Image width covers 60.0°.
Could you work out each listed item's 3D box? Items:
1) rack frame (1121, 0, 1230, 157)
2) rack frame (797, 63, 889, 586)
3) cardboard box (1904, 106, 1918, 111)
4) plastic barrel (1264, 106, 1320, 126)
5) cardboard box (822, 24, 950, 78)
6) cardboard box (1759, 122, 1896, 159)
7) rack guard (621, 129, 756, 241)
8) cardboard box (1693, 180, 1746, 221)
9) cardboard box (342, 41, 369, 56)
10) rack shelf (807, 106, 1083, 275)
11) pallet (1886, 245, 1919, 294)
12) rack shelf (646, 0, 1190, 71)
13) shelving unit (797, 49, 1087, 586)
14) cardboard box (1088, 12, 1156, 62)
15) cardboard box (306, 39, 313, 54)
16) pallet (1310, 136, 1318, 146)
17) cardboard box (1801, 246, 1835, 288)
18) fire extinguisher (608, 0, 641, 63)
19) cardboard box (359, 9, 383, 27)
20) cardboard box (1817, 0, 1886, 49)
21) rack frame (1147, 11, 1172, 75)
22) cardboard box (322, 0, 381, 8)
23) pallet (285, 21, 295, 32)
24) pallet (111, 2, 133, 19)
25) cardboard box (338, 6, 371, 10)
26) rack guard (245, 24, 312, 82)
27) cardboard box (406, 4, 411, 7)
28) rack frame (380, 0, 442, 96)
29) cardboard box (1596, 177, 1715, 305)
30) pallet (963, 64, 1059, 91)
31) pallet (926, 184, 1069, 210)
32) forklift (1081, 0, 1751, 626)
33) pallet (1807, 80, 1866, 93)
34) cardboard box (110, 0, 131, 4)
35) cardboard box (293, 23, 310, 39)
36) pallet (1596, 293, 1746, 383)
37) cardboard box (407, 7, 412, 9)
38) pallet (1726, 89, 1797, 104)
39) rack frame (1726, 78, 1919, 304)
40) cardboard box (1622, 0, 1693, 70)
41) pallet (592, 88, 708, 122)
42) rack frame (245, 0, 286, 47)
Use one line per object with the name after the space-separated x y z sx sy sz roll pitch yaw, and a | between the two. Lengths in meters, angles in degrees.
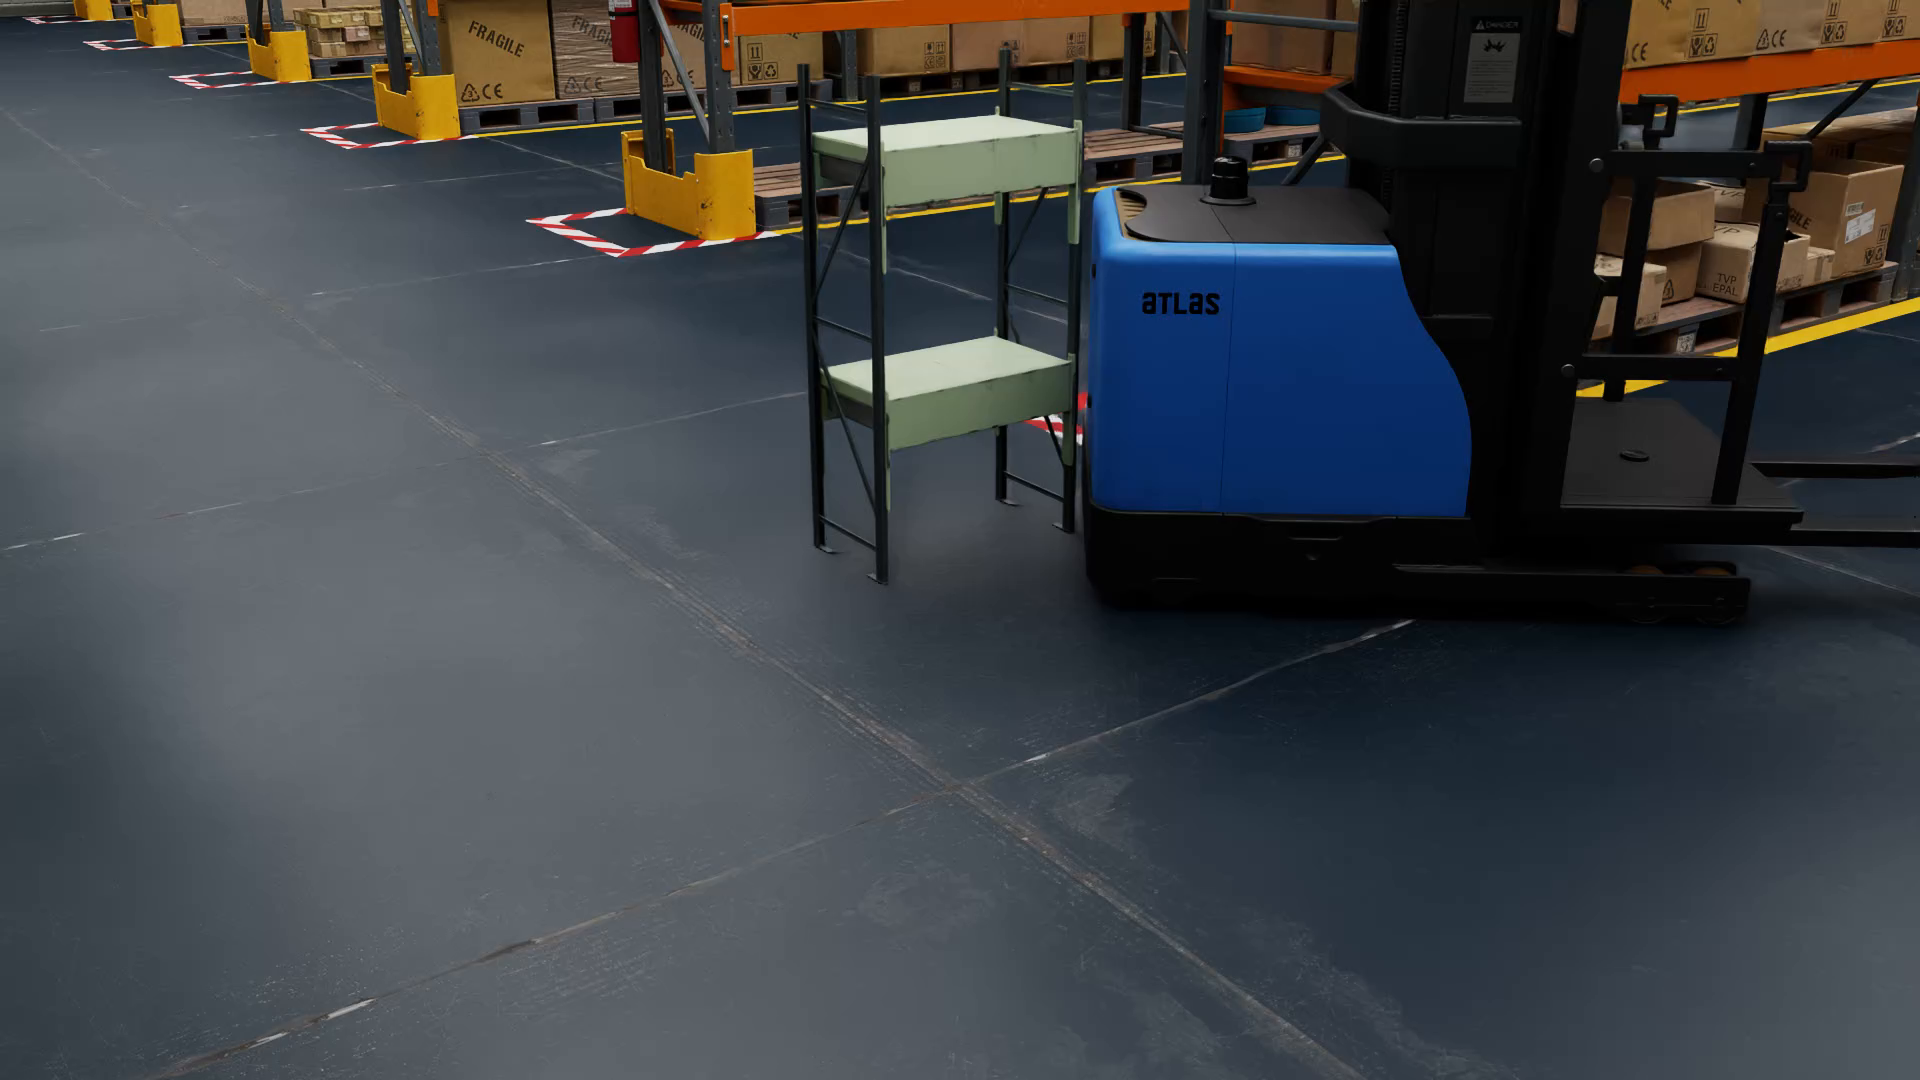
1.577 -4.238 11.971 0.127 3.000 1.000 -15 26 -33 | rack frame
-0.343 -0.618 4.922 0.023 1.500 0.400 -15 26 -33 | rack frame
5.925 -2.307 9.911 0.500 0.500 0.500 -16 27 -35 | cardboard box
2.604 -3.725 12.948 0.708 0.901 0.600 -15 26 -33 | plastic barrel
-0.807 -5.081 16.383 0.875 0.875 1.225 -15 26 -33 | cardboard box
4.700 -1.984 9.100 0.500 0.500 0.500 -15 26 -33 | cardboard box
-1.681 -2.203 10.241 0.348 0.500 1.175 -15 26 -33 | rack guard
4.000 -1.677 8.586 0.500 0.311 0.500 -15 26 -33 | cardboard box
-6.600 -5.346 18.027 0.250 0.149 0.380 -15 26 -33 | cardboard box
-0.047 -1.061 4.978 0.720 0.370 0.431 -15 26 -33 | rack shelf
5.105 -1.640 9.221 1.213 0.211 1.003 -15 26 -33 | pallet
-0.046 -3.471 11.019 4.000 0.370 1.077 -15 26 -33 | rack shelf
-0.047 -0.698 5.122 0.755 1.500 0.431 -15 26 -33 | shelving unit
1.359 -5.659 17.832 0.875 0.875 1.225 -16 27 -35 | cardboard box
-7.071 -5.424 18.223 0.250 0.149 0.380 -14 26 -32 | cardboard box
3.219 -3.363 13.540 1.213 0.211 1.003 -15 26 -33 | pallet
3.901 -1.320 7.909 0.250 0.149 0.380 -15 26 -33 | cardboard box
-2.057 -3.268 10.145 0.183 0.674 0.296 -15 26 -33 | fire extinguisher
-6.320 -5.647 17.978 0.250 0.149 0.380 -15 26 -33 | cardboard box
3.794 -2.496 7.470 0.500 0.500 0.500 -14 26 -31 | cardboard box
1.932 -6.594 17.875 0.127 3.000 1.000 -15 26 -33 | rack frame
-8.402 -7.417 22.828 0.875 0.438 0.875 -16 27 -34 | cardboard box
-8.757 -7.008 22.674 1.213 0.211 1.003 -15 26 -33 | pallet
-12.543 -8.231 25.738 1.213 0.211 1.003 -15 26 -33 | pallet
-6.722 -5.846 18.477 0.250 0.149 0.380 -16 27 -34 | cardboard box
-7.315 -5.232 17.834 0.348 0.500 1.175 -15 26 -33 | rack guard
-6.289 -5.958 18.758 0.250 0.149 0.380 -14 26 -31 | cardboard box
-4.562 -4.863 13.535 0.127 3.000 1.000 -15 26 -33 | rack frame
2.945 -1.384 7.592 0.637 0.503 0.797 -15 26 -33 | cardboard box
0.258 -4.889 17.363 1.213 0.211 1.003 -15 26 -33 | pallet
0.012 -2.507 11.394 1.213 0.211 1.003 -15 26 -33 | pallet
1.910 -1.318 4.745 3.031 2.935 1.130 1 22 3 | forklift
8.641 -4.808 17.160 1.213 0.211 1.003 -15 26 -33 | pallet
-12.700 -8.476 25.392 0.637 0.503 0.797 -16 27 -35 | cardboard box
-7.115 -5.586 18.226 0.250 0.149 0.380 -16 27 -34 | cardboard box
2.918 -1.038 7.714 1.213 0.211 1.003 -15 26 -33 | pallet
-5.937 -5.783 18.318 0.250 0.149 0.380 -14 26 -31 | cardboard box
7.456 -4.493 16.372 1.213 0.211 1.003 -15 26 -33 | pallet
4.467 -2.747 8.234 0.127 3.000 1.000 -15 26 -33 | rack frame
2.559 -2.166 6.642 0.500 0.500 0.500 -15 26 -33 | cardboard box
-2.969 -4.027 15.203 1.213 0.211 1.003 -15 26 -33 | pallet
-7.377 -6.377 17.329 0.127 3.000 1.000 -15 26 -33 | rack frame
